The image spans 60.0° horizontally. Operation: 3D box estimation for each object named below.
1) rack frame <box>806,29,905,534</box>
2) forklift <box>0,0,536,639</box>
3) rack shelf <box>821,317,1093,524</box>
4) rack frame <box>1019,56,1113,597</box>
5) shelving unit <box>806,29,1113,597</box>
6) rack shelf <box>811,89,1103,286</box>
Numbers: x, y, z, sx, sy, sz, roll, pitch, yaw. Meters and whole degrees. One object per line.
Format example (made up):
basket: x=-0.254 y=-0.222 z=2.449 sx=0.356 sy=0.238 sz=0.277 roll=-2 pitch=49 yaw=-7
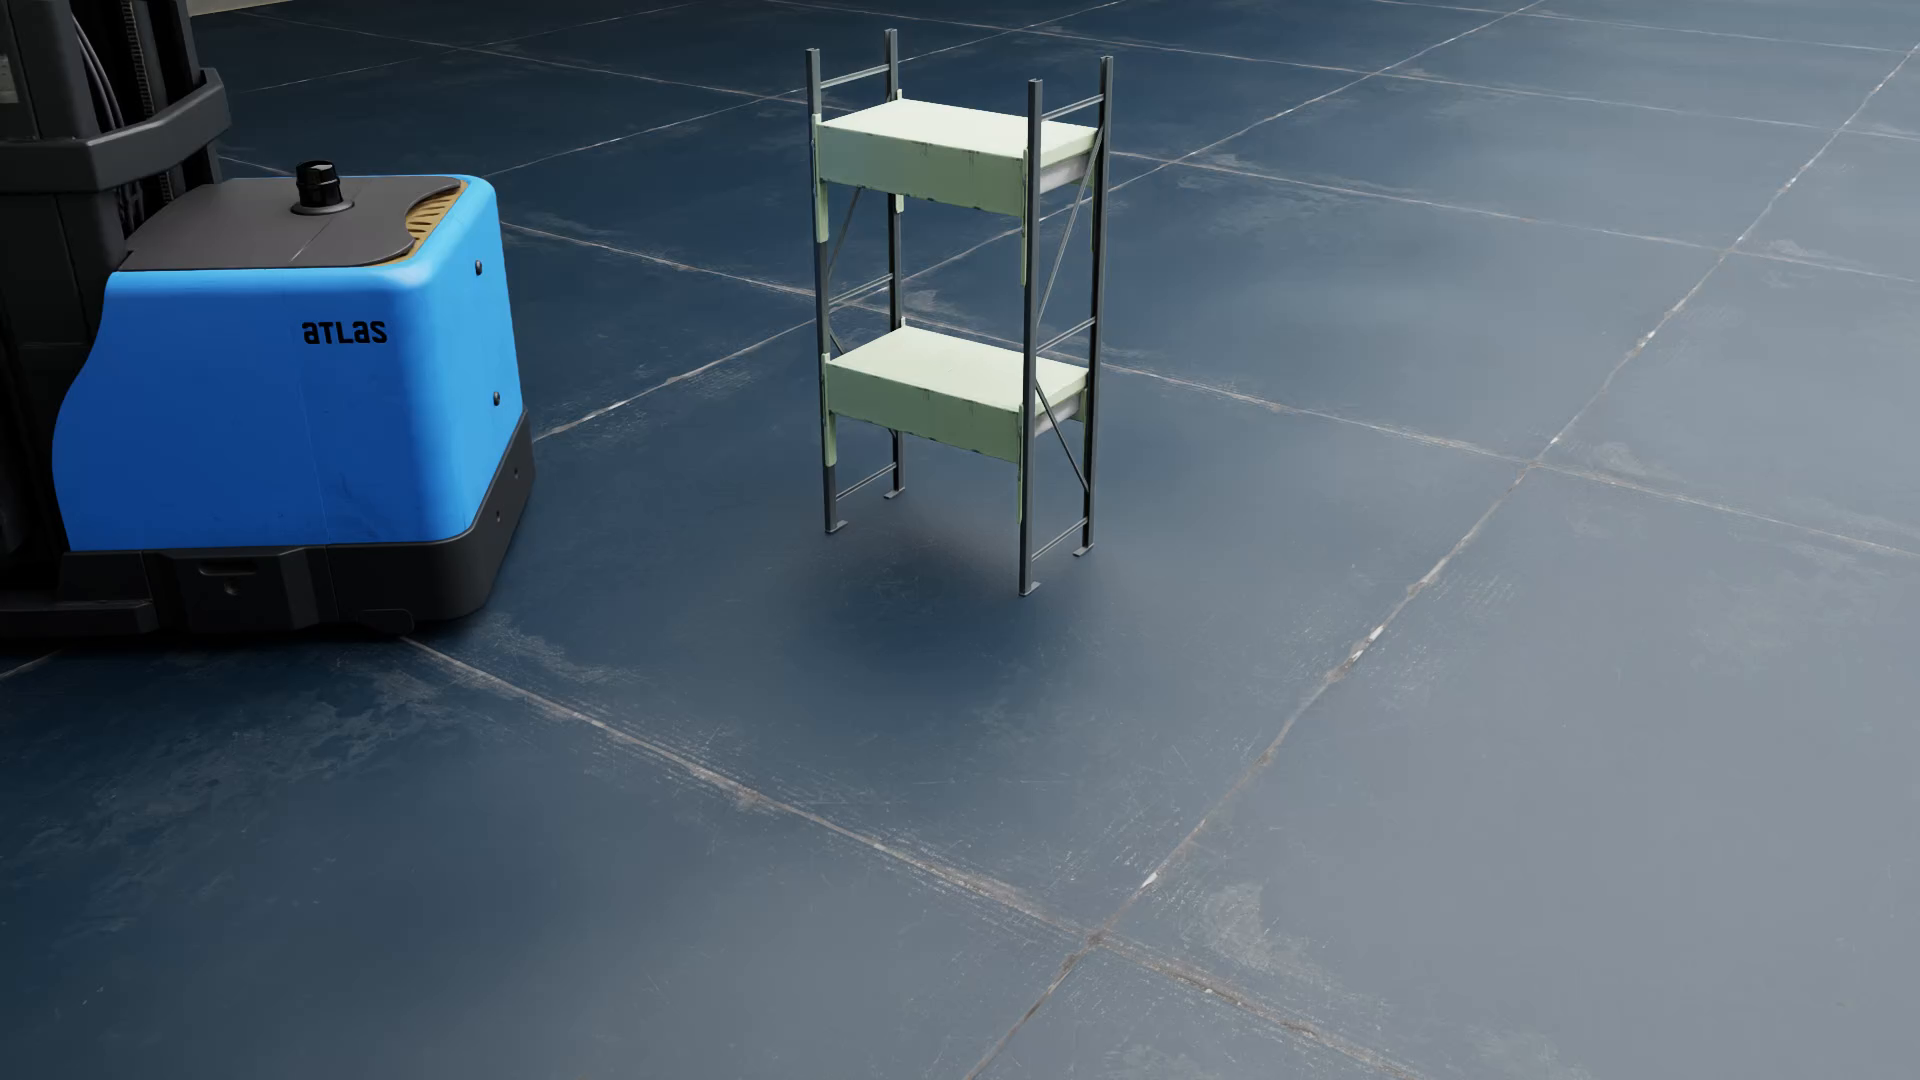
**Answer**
rack frame: x=-0.307 y=-0.764 z=5.098 sx=0.023 sy=1.500 sz=0.400 roll=17 pitch=32 yaw=30
forklift: x=-2.891 y=-1.218 z=4.411 sx=3.031 sy=2.935 sz=1.130 roll=-2 pitch=27 yaw=-3
rack shelf: x=-0.006 y=-0.380 z=5.061 sx=0.720 sy=0.370 sz=0.431 roll=17 pitch=32 yaw=30
rack frame: x=0.296 y=-0.576 z=4.729 sx=0.023 sy=1.500 sz=0.400 roll=17 pitch=32 yaw=30
shelving unit: x=-0.006 y=-0.670 z=4.913 sx=0.755 sy=1.500 sz=0.431 roll=17 pitch=32 yaw=30
rack shelf: x=-0.006 y=-1.018 z=4.736 sx=0.720 sy=0.370 sz=0.431 roll=17 pitch=32 yaw=30
